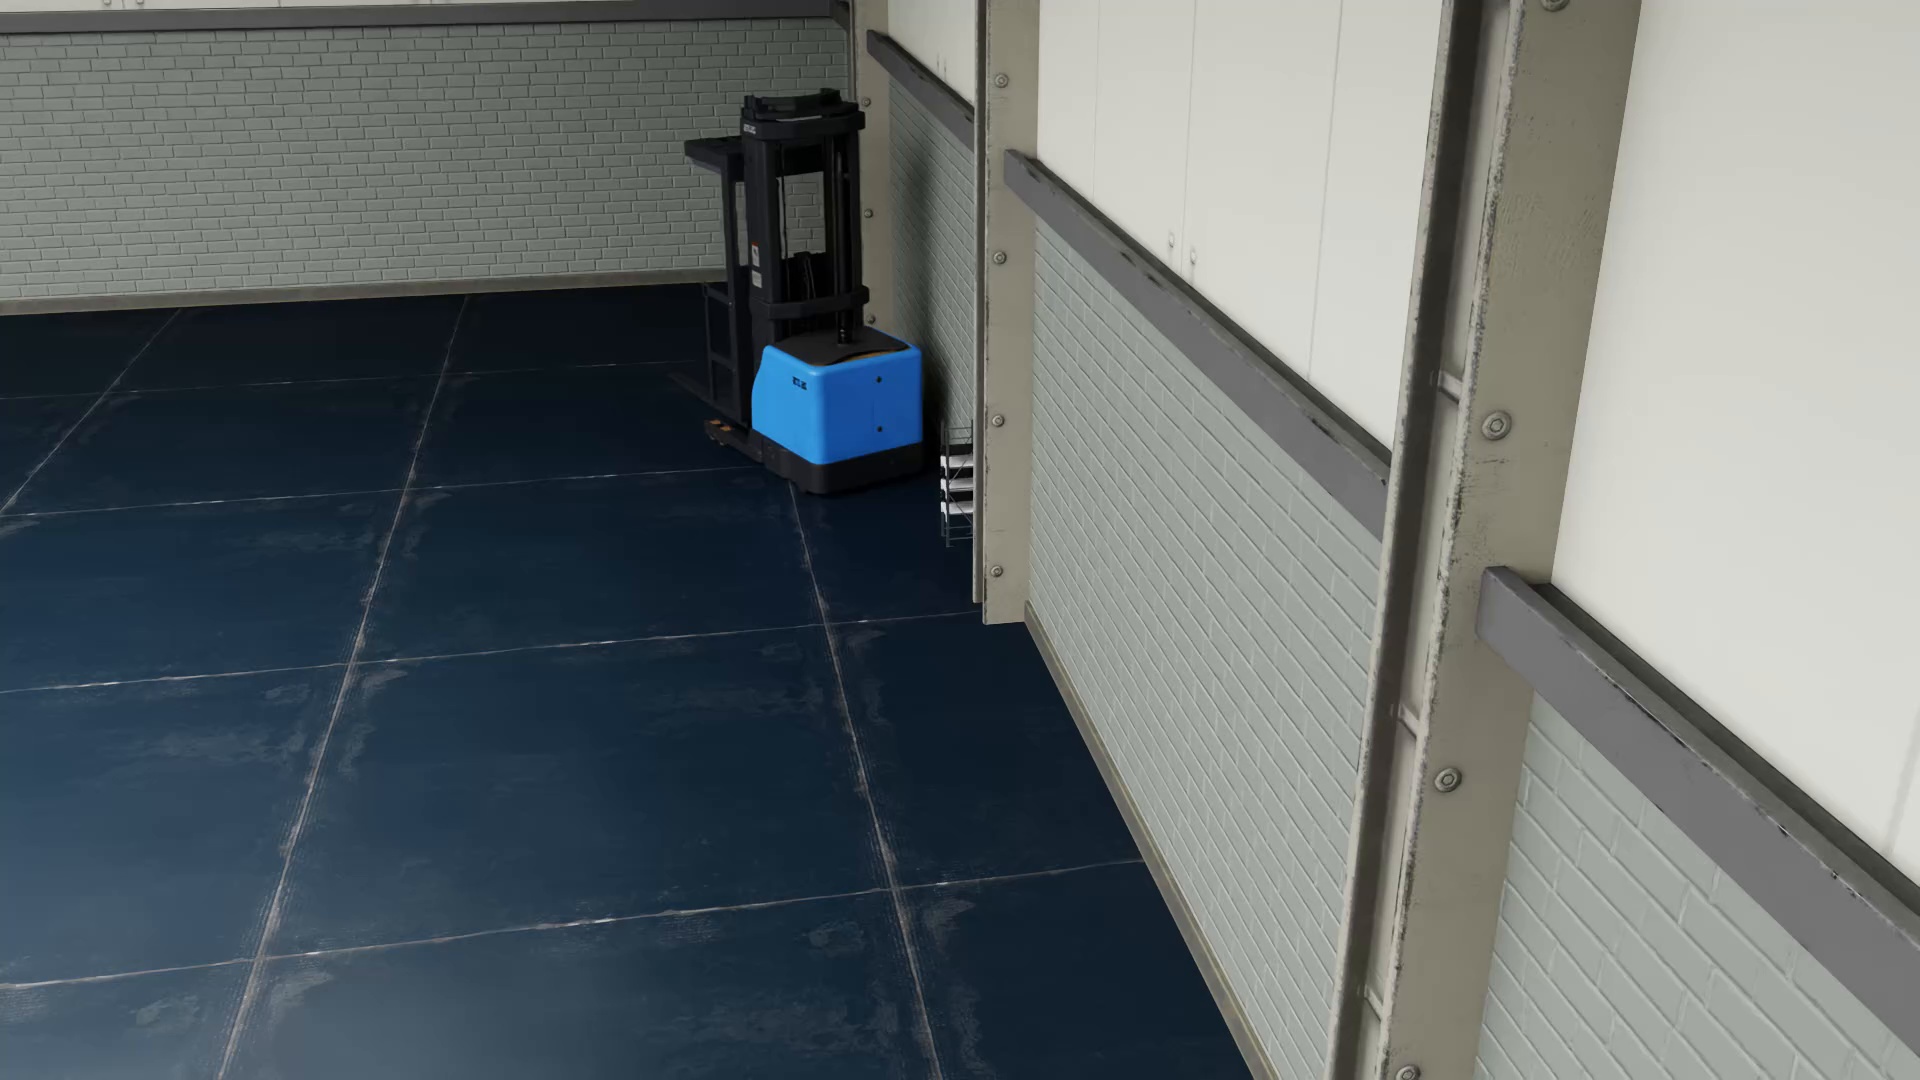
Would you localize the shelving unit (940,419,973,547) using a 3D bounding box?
[{"bbox_3d":[0.001,-0.409,12.063,0.258,0.900,0.210,-4,24,-10],"label":"shelving unit"}]

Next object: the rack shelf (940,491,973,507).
[{"bbox_3d":[0.002,-0.296,12.112,0.258,0.077,0.200,-4,24,-10],"label":"rack shelf"}]

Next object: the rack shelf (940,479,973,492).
[{"bbox_3d":[0.002,-0.379,12.076,0.258,0.077,0.200,-4,24,-10],"label":"rack shelf"}]

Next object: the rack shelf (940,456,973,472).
[{"bbox_3d":[0.001,-0.544,12.004,0.258,0.077,0.200,-4,24,-10],"label":"rack shelf"}]

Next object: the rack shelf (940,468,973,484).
[{"bbox_3d":[0.001,-0.461,12.040,0.258,0.077,0.200,-4,24,-10],"label":"rack shelf"}]

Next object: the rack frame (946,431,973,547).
[{"bbox_3d":[0.020,-0.369,11.971,0.240,0.900,0.006,-4,24,-10],"label":"rack frame"}]

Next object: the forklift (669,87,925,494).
[{"bbox_3d":[-1.527,-2.235,13.704,1.130,2.935,3.031,-15,28,-31],"label":"forklift"}]

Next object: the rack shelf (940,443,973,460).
[{"bbox_3d":[0.001,-0.626,11.968,0.258,0.077,0.200,-4,24,-10],"label":"rack shelf"}]

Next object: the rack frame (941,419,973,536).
[{"bbox_3d":[-0.017,-0.449,12.154,0.240,0.900,0.006,-4,24,-10],"label":"rack frame"}]

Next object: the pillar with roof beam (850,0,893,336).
[{"bbox_3d":[-5.066,-5.696,14.049,9.100,9.000,0.400,-4,24,-10],"label":"pillar with roof beam"}]

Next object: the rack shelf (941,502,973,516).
[{"bbox_3d":[0.002,-0.214,12.148,0.258,0.077,0.200,-4,24,-10],"label":"rack shelf"}]

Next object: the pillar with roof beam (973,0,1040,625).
[{"bbox_3d":[-3.956,-3.336,8.645,9.100,9.000,0.400,-4,24,-10],"label":"pillar with roof beam"}]
